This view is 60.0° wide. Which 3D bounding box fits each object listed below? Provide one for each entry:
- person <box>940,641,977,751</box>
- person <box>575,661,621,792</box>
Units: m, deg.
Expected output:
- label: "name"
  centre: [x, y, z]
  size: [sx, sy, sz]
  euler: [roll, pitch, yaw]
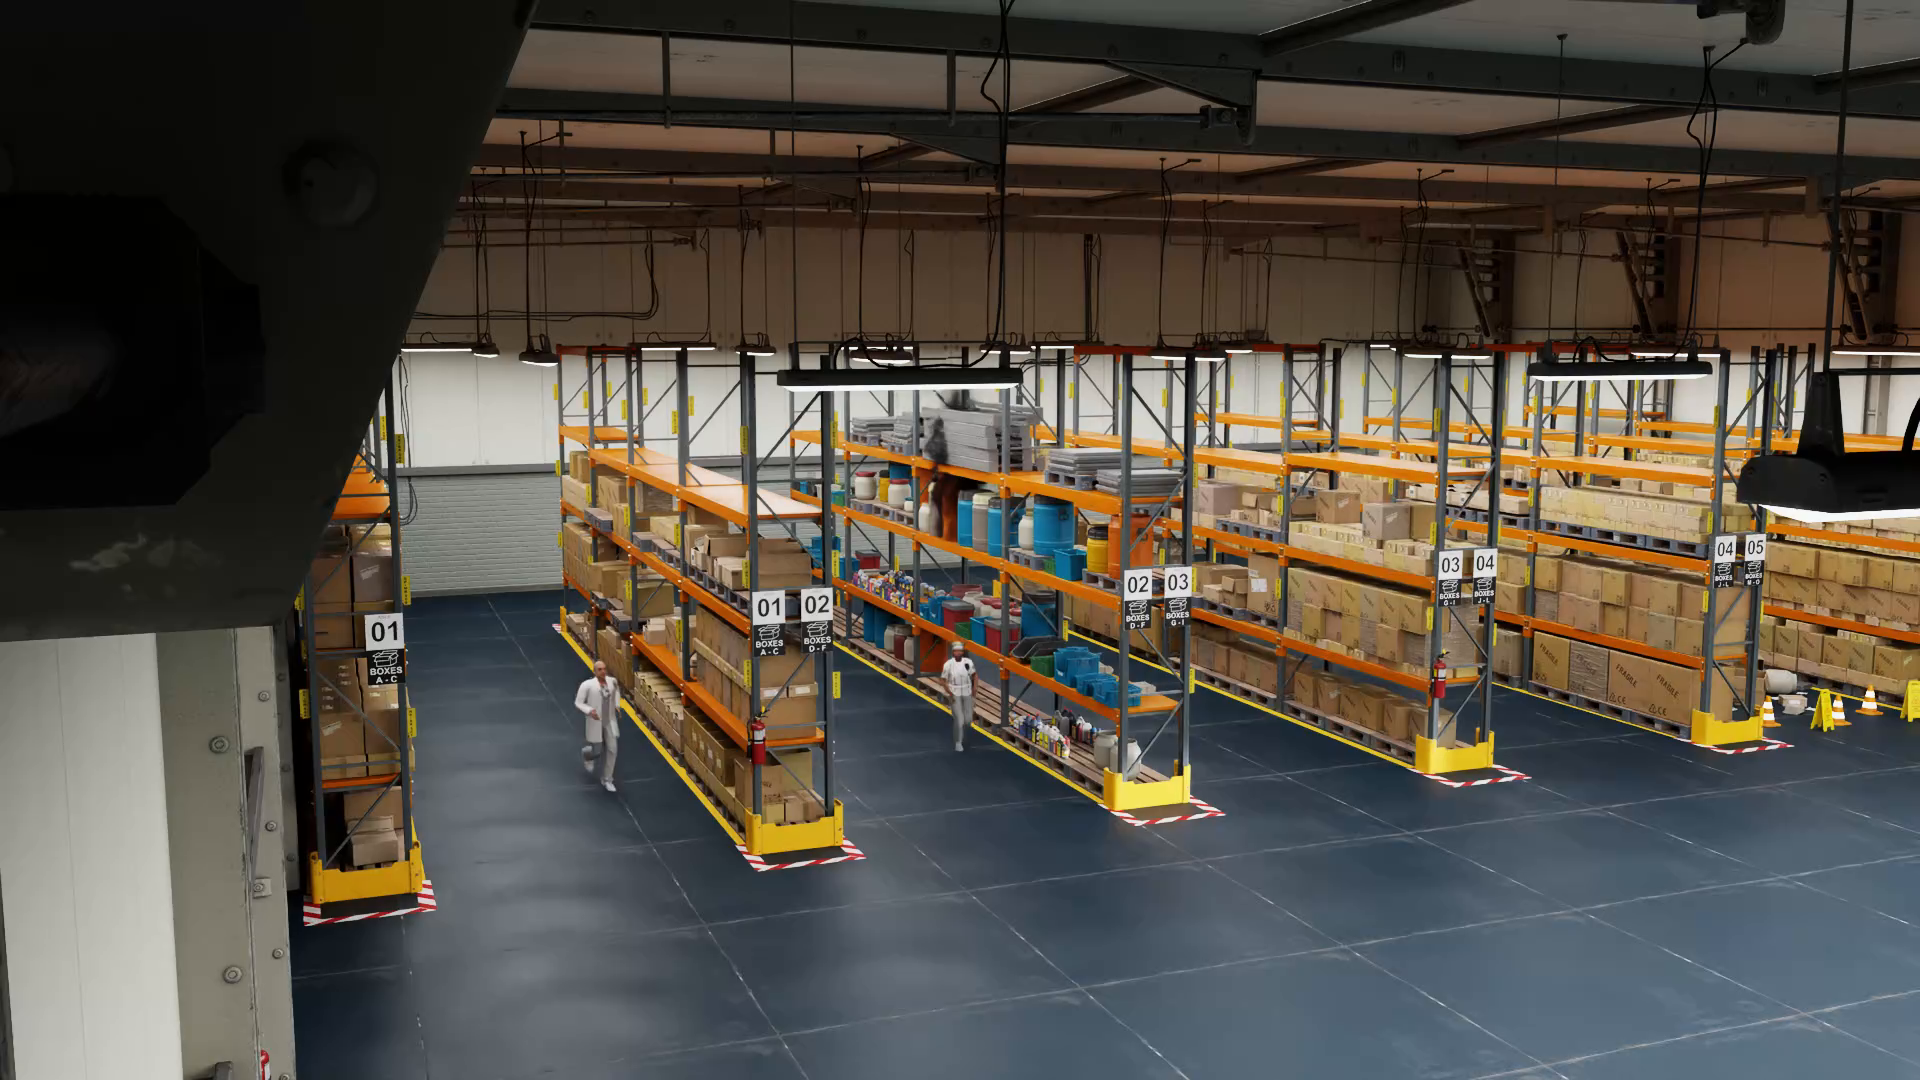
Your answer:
- label: "person"
  centre: [-0.002, 2.341, 25.076]
  size: [0.580, 1.664, 0.495]
  euler: [-2, 7, -12]
- label: "person"
  centre: [-5.006, 2.555, 23.129]
  size: [0.720, 1.787, 0.917]
  euler: [-5, 9, -33]
